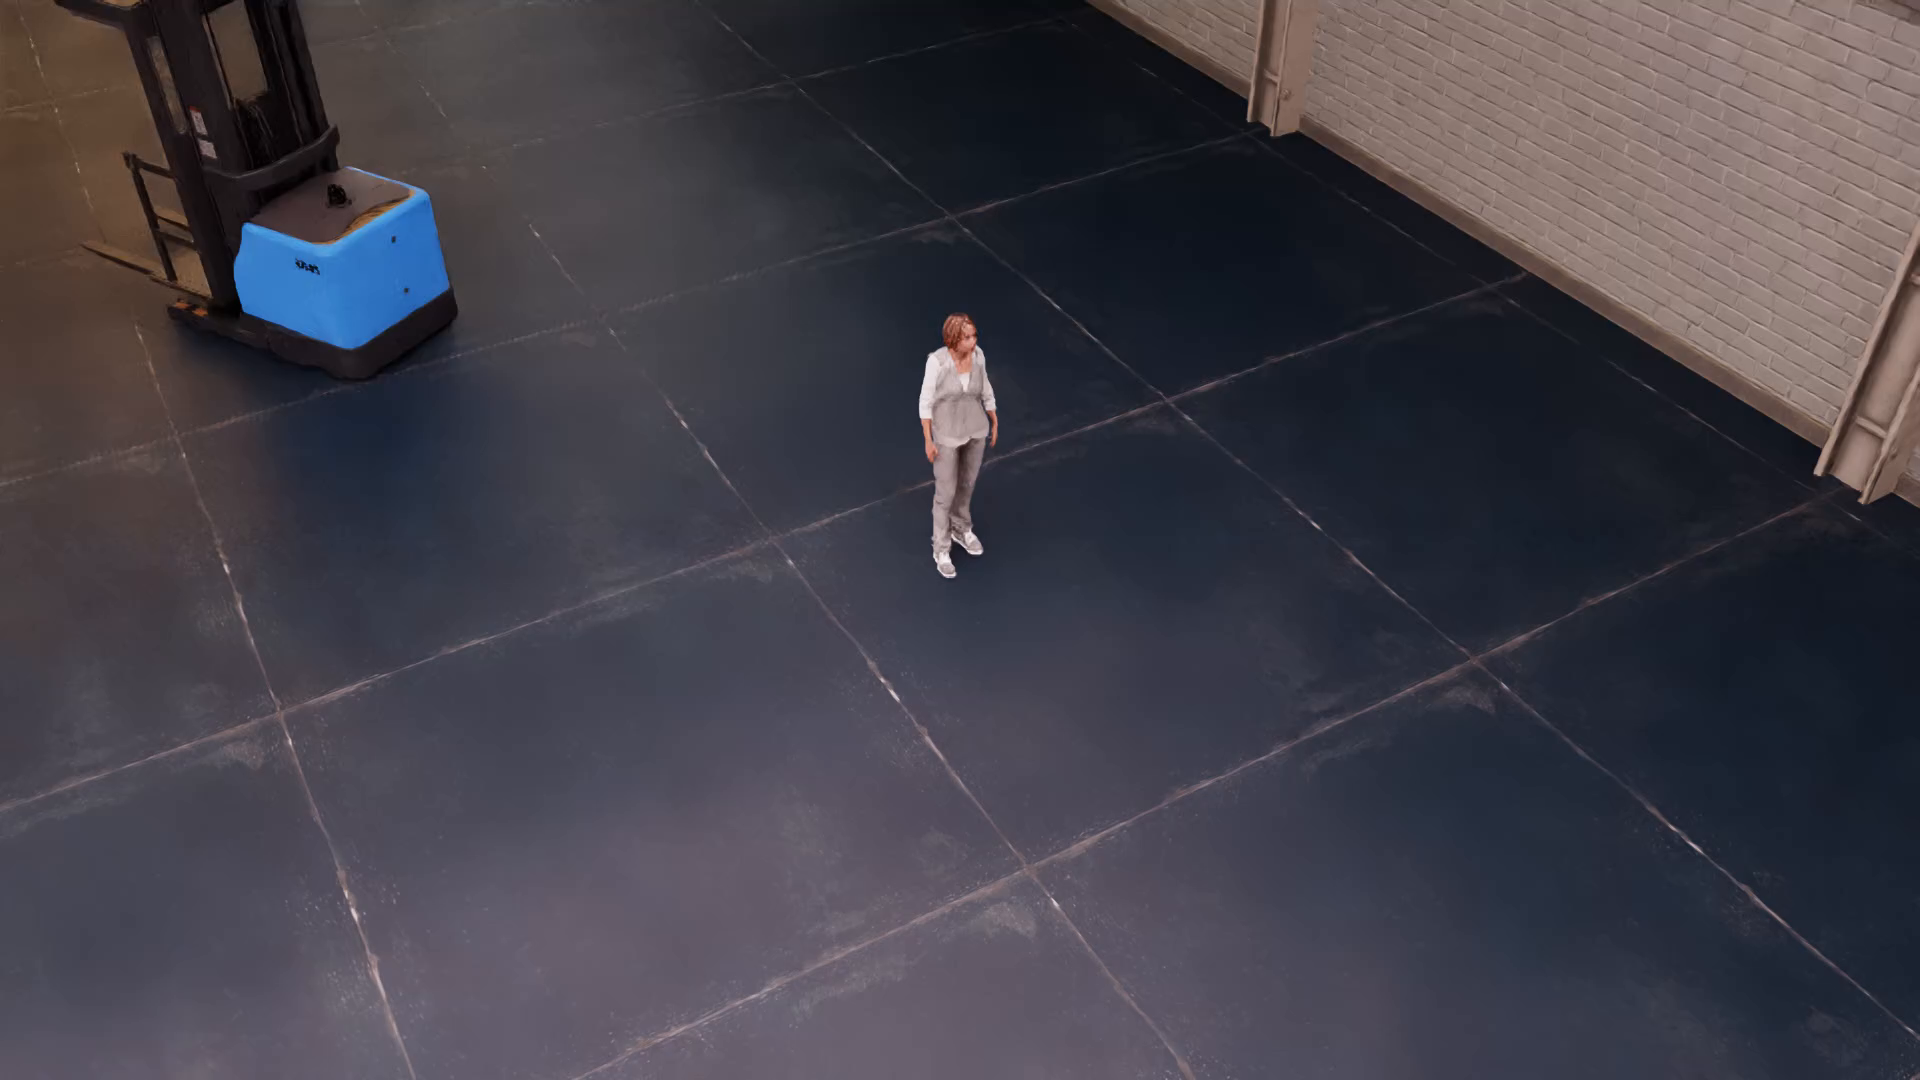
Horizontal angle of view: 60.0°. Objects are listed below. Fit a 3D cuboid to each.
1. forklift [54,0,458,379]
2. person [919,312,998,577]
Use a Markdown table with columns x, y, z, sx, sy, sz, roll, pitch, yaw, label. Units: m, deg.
| x | y | z | sx | sy | sz | roll | pitch | yaw | label |
| --- | --- | --- | --- | --- | --- | --- | --- | --- | --- |
| -5.229 | -2.932 | 11.571 | 3.031 | 2.935 | 1.130 | 20 | 44 | 22 | forklift |
| 0.025 | -0.575 | 9.763 | 0.521 | 1.597 | 0.474 | -20 | 44 | -23 | person |
